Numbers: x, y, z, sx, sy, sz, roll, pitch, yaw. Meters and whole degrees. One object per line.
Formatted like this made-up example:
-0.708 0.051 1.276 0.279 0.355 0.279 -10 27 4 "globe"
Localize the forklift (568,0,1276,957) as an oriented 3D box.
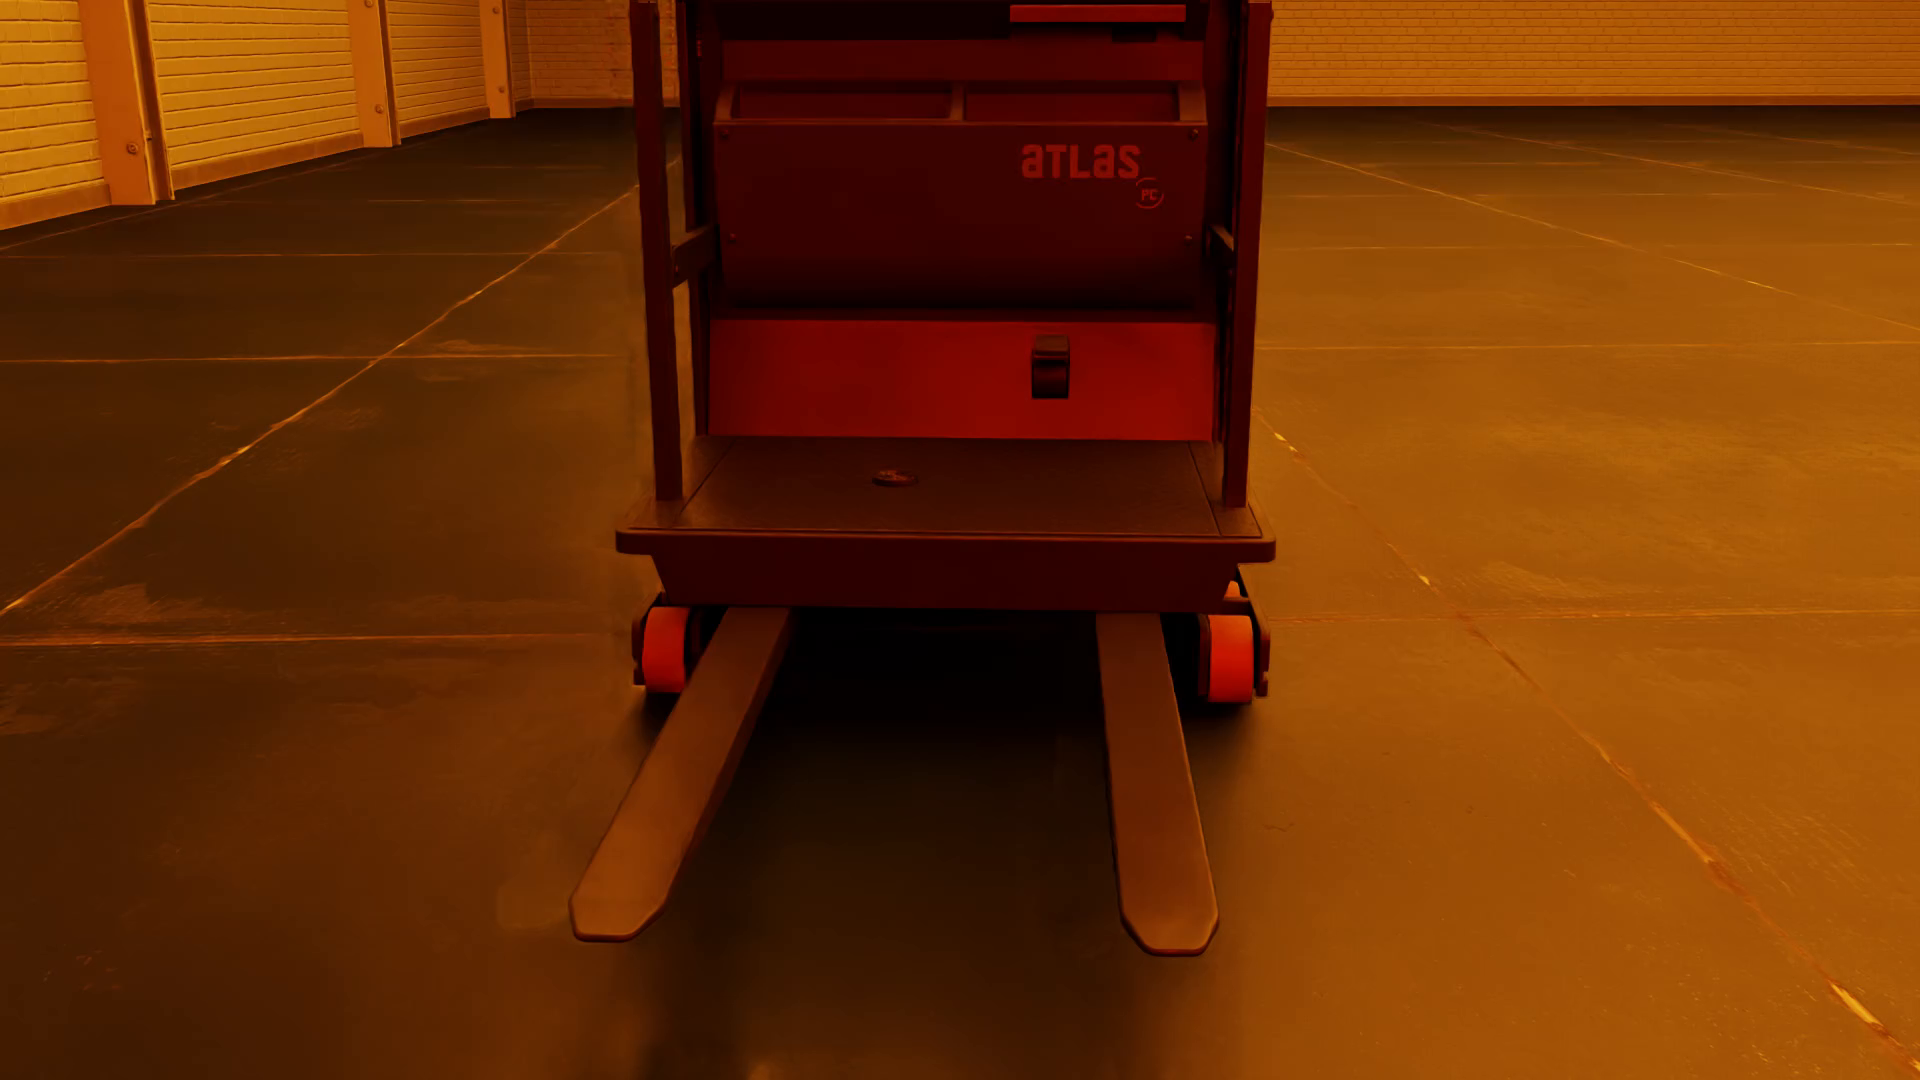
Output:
-0.007 -1.203 2.841 1.130 2.935 3.031 1 17 3 "forklift"
